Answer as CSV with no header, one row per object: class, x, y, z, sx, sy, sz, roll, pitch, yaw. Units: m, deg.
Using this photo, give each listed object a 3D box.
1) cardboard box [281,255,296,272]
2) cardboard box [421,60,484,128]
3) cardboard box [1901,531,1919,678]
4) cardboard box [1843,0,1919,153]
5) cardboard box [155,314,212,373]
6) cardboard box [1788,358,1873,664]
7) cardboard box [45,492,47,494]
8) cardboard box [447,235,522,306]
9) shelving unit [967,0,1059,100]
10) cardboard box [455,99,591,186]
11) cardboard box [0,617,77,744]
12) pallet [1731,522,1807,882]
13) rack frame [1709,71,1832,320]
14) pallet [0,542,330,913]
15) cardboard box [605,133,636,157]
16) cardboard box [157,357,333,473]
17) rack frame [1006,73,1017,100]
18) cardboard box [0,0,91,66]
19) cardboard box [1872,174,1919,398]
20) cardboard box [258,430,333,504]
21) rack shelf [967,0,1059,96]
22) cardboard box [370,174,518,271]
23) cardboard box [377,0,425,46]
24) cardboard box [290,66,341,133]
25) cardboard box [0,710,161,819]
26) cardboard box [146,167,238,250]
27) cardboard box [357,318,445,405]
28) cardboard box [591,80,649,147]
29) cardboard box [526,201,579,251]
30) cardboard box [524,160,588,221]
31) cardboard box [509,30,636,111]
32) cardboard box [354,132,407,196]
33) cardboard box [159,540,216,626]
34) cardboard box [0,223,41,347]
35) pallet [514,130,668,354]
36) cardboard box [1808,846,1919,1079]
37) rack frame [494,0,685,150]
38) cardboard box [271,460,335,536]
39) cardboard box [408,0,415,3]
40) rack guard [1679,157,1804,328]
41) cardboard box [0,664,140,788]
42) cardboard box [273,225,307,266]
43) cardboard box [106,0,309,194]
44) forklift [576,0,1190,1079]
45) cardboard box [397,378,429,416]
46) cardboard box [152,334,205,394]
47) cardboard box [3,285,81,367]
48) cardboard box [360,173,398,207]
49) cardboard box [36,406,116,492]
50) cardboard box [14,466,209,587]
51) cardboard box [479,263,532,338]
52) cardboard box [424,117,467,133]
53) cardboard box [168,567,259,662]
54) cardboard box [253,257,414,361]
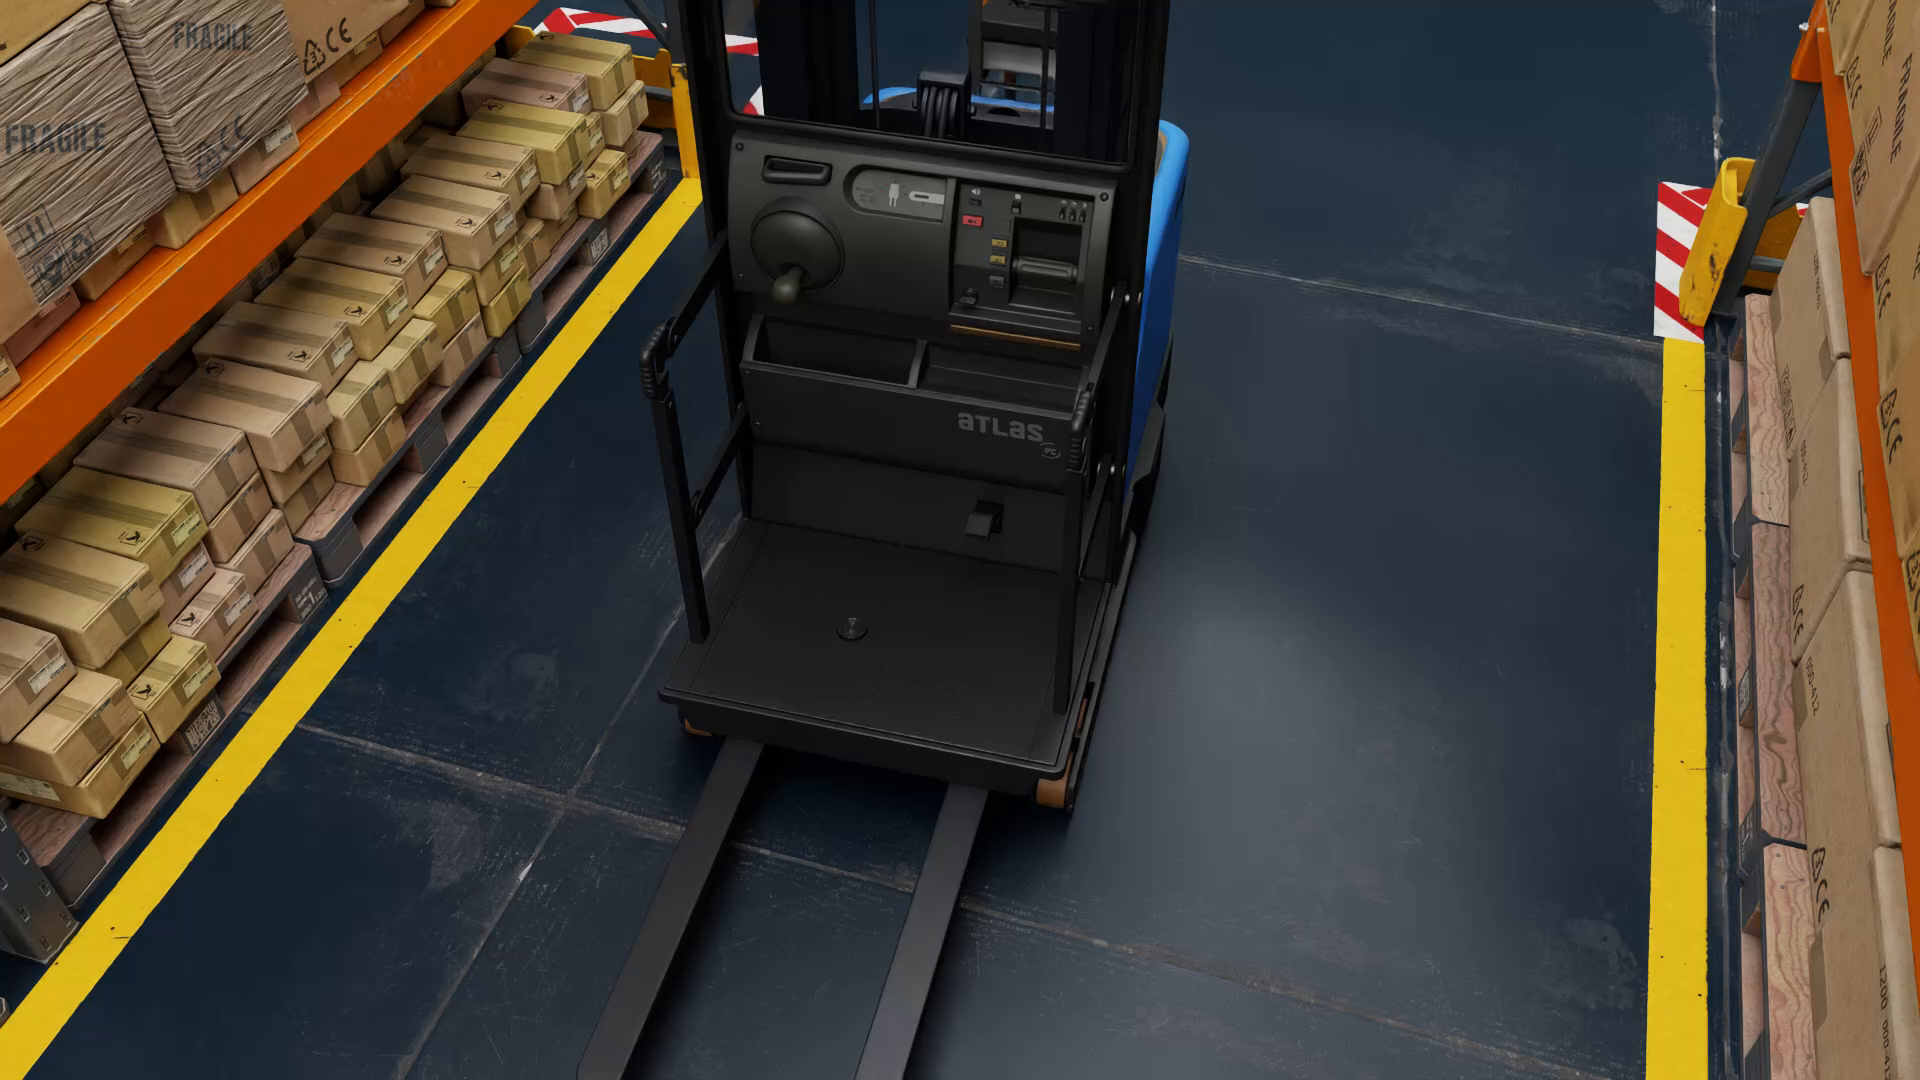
cardboard box,-2.269,-0.874,5.524,0.380,0.149,0.250,15,46,15
cardboard box,-1.977,-1.675,6.130,0.380,0.149,0.250,13,46,13
cardboard box,2.059,0.086,2.946,0.500,0.500,0.500,11,46,12
cardboard box,2.677,-1.271,4.332,0.500,0.500,0.500,12,46,12
cardboard box,-2.552,-0.673,5.106,0.380,0.149,0.250,11,45,11
cardboard box,2.849,0.001,4.635,0.875,0.438,0.875,14,46,14
cardboard box,-2.641,-0.178,4.813,0.380,0.149,0.250,13,46,13
cardboard box,-1.714,-0.949,5.600,0.380,0.149,0.250,13,46,13
shelving unit,0.290,-1.557,5.331,0.431,2.100,0.503,11,44,11
cardboard box,-1.533,-1.401,5.849,0.380,0.149,0.250,12,46,12
cardboard box,-2.435,0.319,4.093,0.380,0.149,0.250,14,46,14
pallet,2.684,0.520,4.568,1.003,0.211,1.213,13,46,12
rack frame,3.222,-1.837,4.983,1.000,3.000,0.127,13,46,13
pallet,-2.567,0.390,4.701,1.003,0.211,1.213,13,46,13
cardboard box,-1.486,-1.554,6.432,0.380,0.149,0.250,13,46,13
cardboard box,-2.054,-0.363,4.789,0.380,0.149,0.250,13,46,13
rack frame,0.354,-1.717,5.503,0.400,2.100,0.015,11,44,11
cardboard box,-2.226,-1.249,3.383,0.500,0.500,0.500,11,45,11
cardboard box,2.370,-0.598,3.645,0.500,0.500,0.500,14,46,14
cardboard box,-2.102,-0.279,4.915,0.380,0.149,0.250,15,46,14
rack shelf,0.290,-1.547,5.340,0.431,0.518,0.480,11,44,11
cardboard box,-1.700,-1.051,5.492,0.380,0.149,0.250,14,46,14
cardboard box,-1.829,-1.611,4.931,0.380,0.149,0.250,11,45,11
cardboard box,-1.950,-1.258,4.571,0.380,0.149,0.250,14,46,14
cardboard box,-2.321,0.542,4.289,0.380,0.149,0.250,11,45,11
cardboard box,-2.075,-0.893,4.197,0.380,0.149,0.250,13,46,13
cardboard box,-1.866,-0.592,5.236,0.380,0.149,0.250,13,46,13
cardboard box,-1.414,-1.643,6.310,0.380,0.149,0.250,11,46,11
cardboard box,-1.630,-1.204,6.073,0.380,0.149,0.250,12,46,12
cardboard box,-1.569,-1.297,5.956,0.380,0.149,0.250,11,45,11
cardboard box,-1.445,-1.755,6.212,0.380,0.149,0.250,13,46,13
cardboard box,-2.172,-1.352,5.799,0.380,0.149,0.250,10,45,11
cardboard box,-2.292,0.079,4.550,0.380,0.149,0.250,12,46,12
cardboard box,-2.347,-0.571,3.404,0.500,0.500,0.500,12,46,12
pallet,-1.828,-1.237,6.363,1.003,0.211,1.213,13,46,13
cardboard box,2.304,1.199,3.412,0.875,0.438,0.875,12,46,12
rack frame,-1.526,-2.818,5.985,1.000,3.000,0.127,13,46,13
cardboard box,-2.137,-0.178,5.026,0.380,0.149,0.250,11,45,11
cardboard box,-1.722,-1.924,4.787,0.500,0.500,0.500,13,46,13
rack guard,3.230,-0.960,5.873,1.175,0.500,0.348,13,46,13
cardboard box,-2.322,0.437,4.184,0.380,0.149,0.250,14,46,14
cardboard box,-2.388,-1.003,5.443,0.380,0.149,0.250,13,46,13
cardboard box,-2.017,-1.230,4.078,0.500,0.500,0.500,12,46,12
forklift,-0.153,-0.625,3.793,1.130,2.935,3.031,10,45,10
cardboard box,-1.960,-0.522,5.377,0.380,0.149,0.250,14,46,14
cardboard box,-2.482,-0.527,5.169,0.380,0.149,0.250,11,45,11
cardboard box,-2.301,-0.558,3.856,0.380,0.149,0.250,11,45,11
cardboard box,-2.237,-1.260,5.919,0.380,0.149,0.250,14,46,14
cardboard box,-2.616,-0.291,4.715,0.380,0.149,0.250,14,46,14
cardboard box,-2.266,-0.032,4.450,0.380,0.149,0.250,12,46,12
cardboard box,-1.710,-0.853,5.715,0.380,0.149,0.250,11,45,11
cardboard box,-2.066,-1.590,6.256,0.380,0.149,0.250,12,46,12
cardboard box,-2.214,0.188,4.651,0.380,0.149,0.250,12,46,12
cardboard box,-1.938,-0.718,5.151,0.380,0.149,0.250,13,46,13
